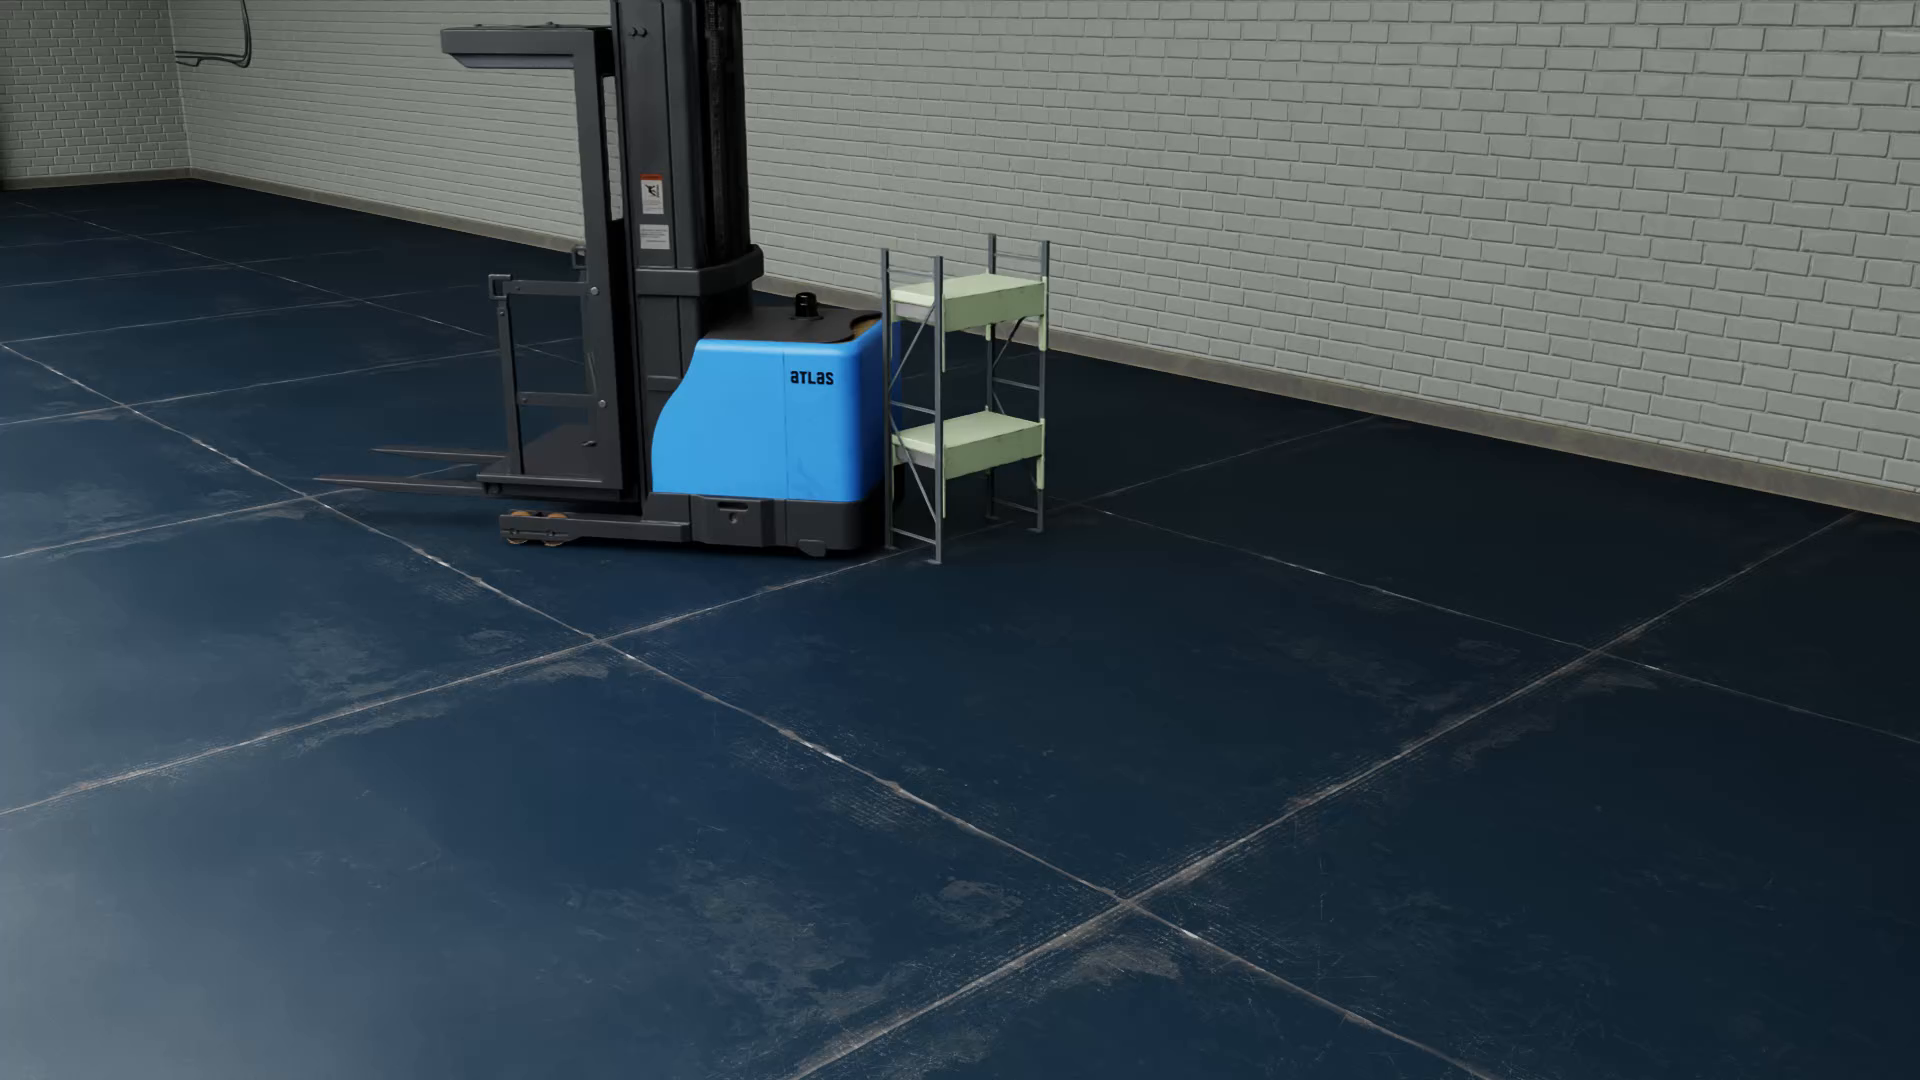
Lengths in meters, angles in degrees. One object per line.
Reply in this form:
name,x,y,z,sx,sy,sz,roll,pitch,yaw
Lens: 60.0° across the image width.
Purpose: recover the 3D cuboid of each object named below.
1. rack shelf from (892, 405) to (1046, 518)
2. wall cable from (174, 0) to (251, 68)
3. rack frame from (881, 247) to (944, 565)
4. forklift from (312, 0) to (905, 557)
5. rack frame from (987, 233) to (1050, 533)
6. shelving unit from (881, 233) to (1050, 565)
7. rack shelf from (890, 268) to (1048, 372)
rack shelf,0.032,-0.405,8.359,0.720,0.370,0.431,-17,25,-42
wall cable,-10.971,-8.110,23.943,0.112,2.526,3.097,-16,24,-41
rack frame,-0.228,-0.635,8.013,0.023,1.500,0.400,-17,25,-42
forklift,-1.864,-1.517,8.410,3.031,2.935,1.130,3,18,10
rack frame,0.291,-0.795,8.504,0.023,1.500,0.400,-17,25,-42
shelving unit,0.032,-0.715,8.258,0.755,1.500,0.431,-17,25,-42
rack shelf,0.032,-1.086,8.138,0.720,0.370,0.431,-17,25,-42
